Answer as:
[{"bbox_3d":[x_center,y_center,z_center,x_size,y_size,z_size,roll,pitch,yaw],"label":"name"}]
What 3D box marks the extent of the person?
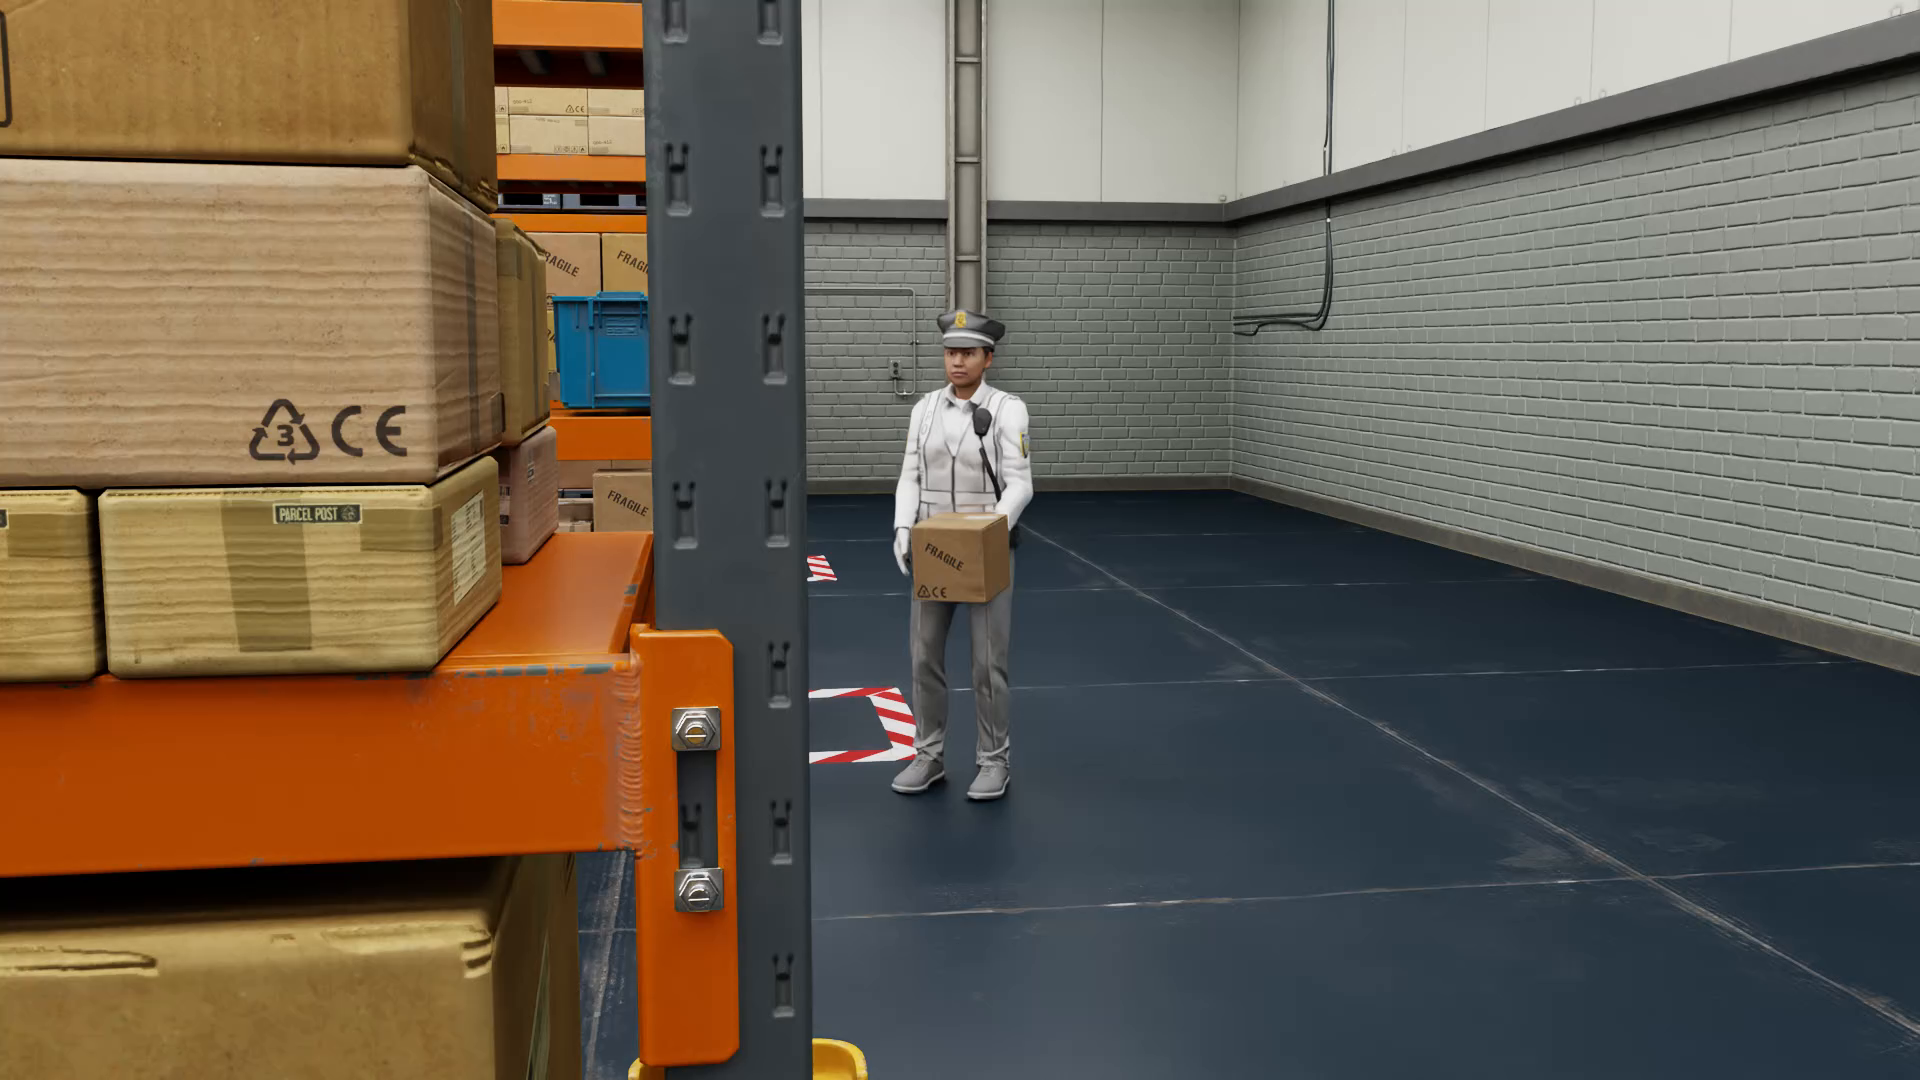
[{"bbox_3d":[-0.003,0.050,5.785,0.495,1.689,0.452,3,7,21],"label":"person"}]
